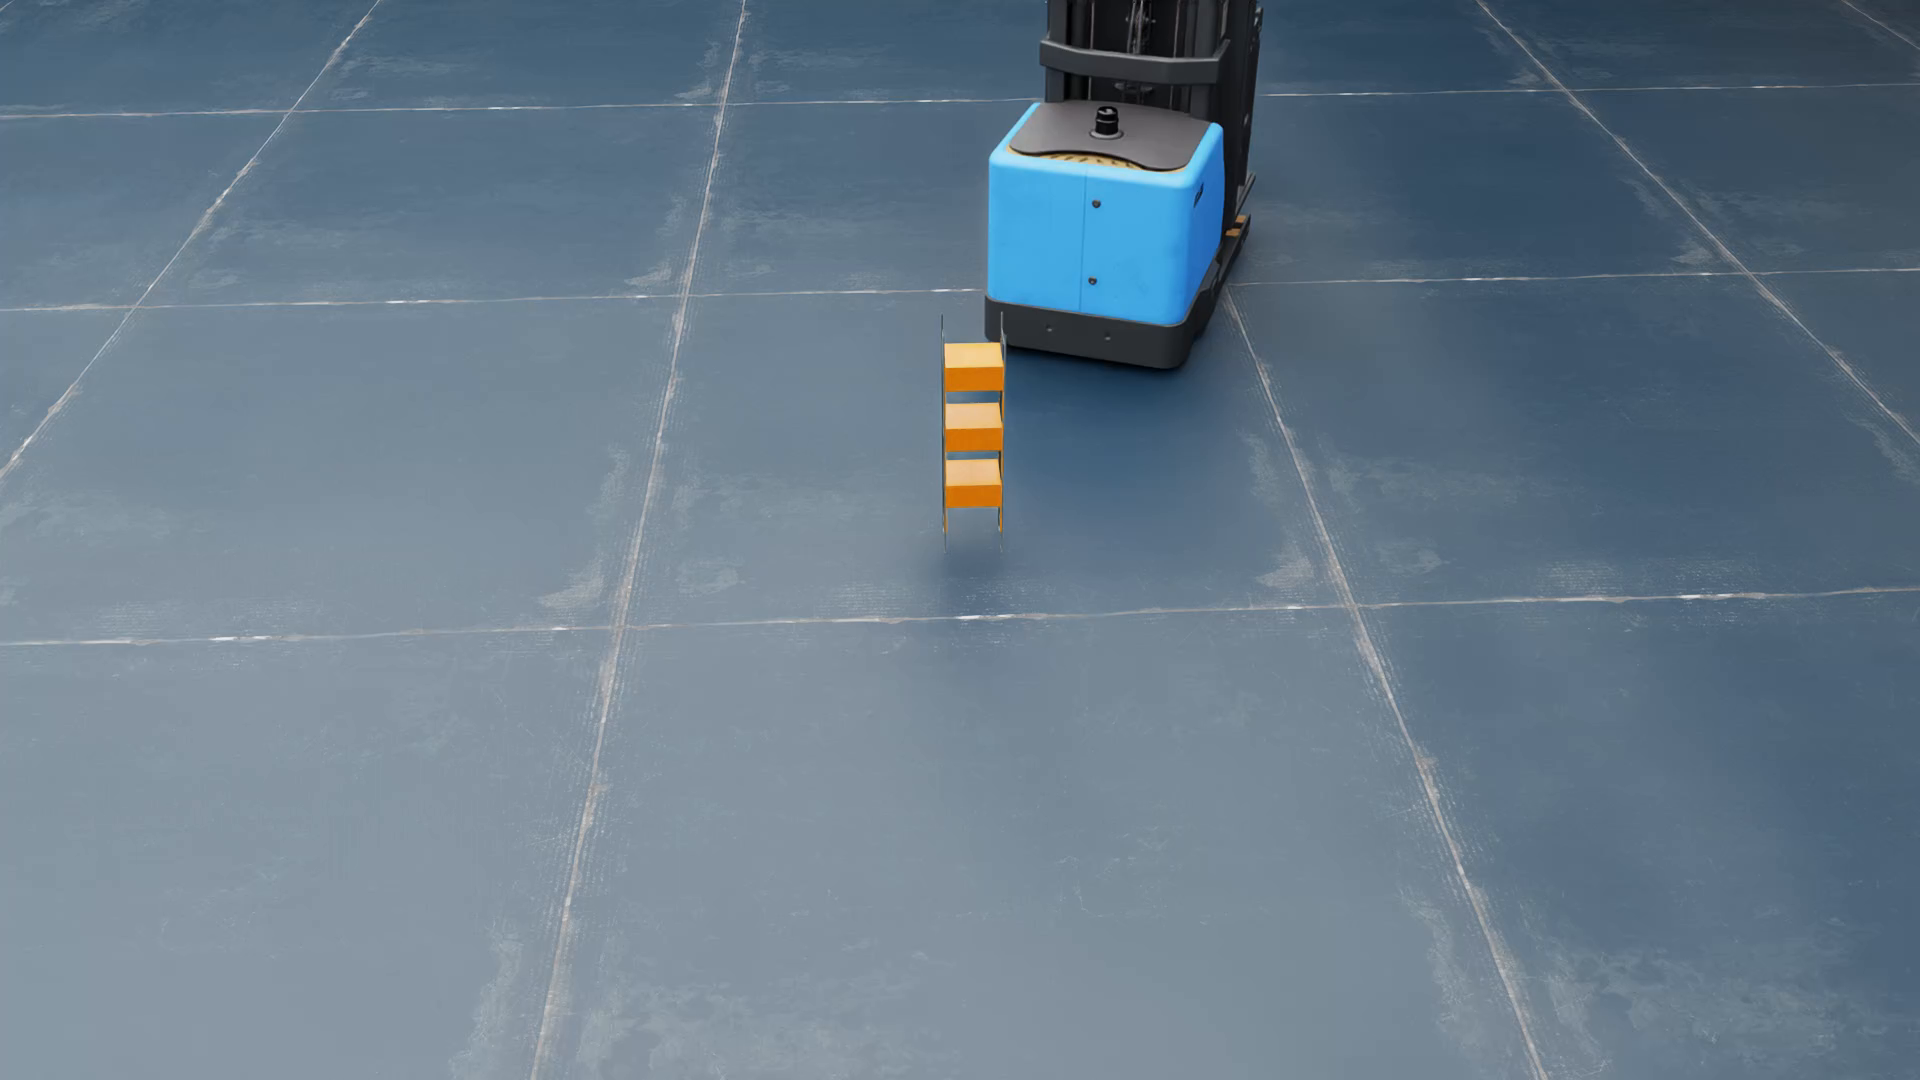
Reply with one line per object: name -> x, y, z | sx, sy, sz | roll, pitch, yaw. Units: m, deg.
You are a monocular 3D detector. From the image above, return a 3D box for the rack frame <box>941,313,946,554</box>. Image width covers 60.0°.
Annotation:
rack frame -> -0.068, -0.430, 6.949 | 0.008, 1.050, 0.200 | -2, 35, -2

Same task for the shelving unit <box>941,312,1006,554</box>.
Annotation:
shelving unit -> 0.053, -0.433, 6.953 | 0.252, 1.050, 0.215 | -2, 35, -2

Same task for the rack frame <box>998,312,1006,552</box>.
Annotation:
rack frame -> 0.175, -0.436, 6.958 | 0.008, 1.050, 0.200 | -2, 35, -2

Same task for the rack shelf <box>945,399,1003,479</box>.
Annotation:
rack shelf -> 0.053, -0.424, 6.959 | 0.240, 0.259, 0.215 | -2, 35, -2

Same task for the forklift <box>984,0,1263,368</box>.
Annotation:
forklift -> 1.071, -2.904, 8.871 | 1.130, 2.935, 3.031 | 11, 36, 15

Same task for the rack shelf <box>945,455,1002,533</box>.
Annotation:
rack shelf -> 0.053, -0.196, 7.118 | 0.240, 0.259, 0.215 | -2, 35, -2

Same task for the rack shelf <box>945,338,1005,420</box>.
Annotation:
rack shelf -> 0.053, -0.658, 6.798 | 0.240, 0.259, 0.215 | -2, 35, -2
